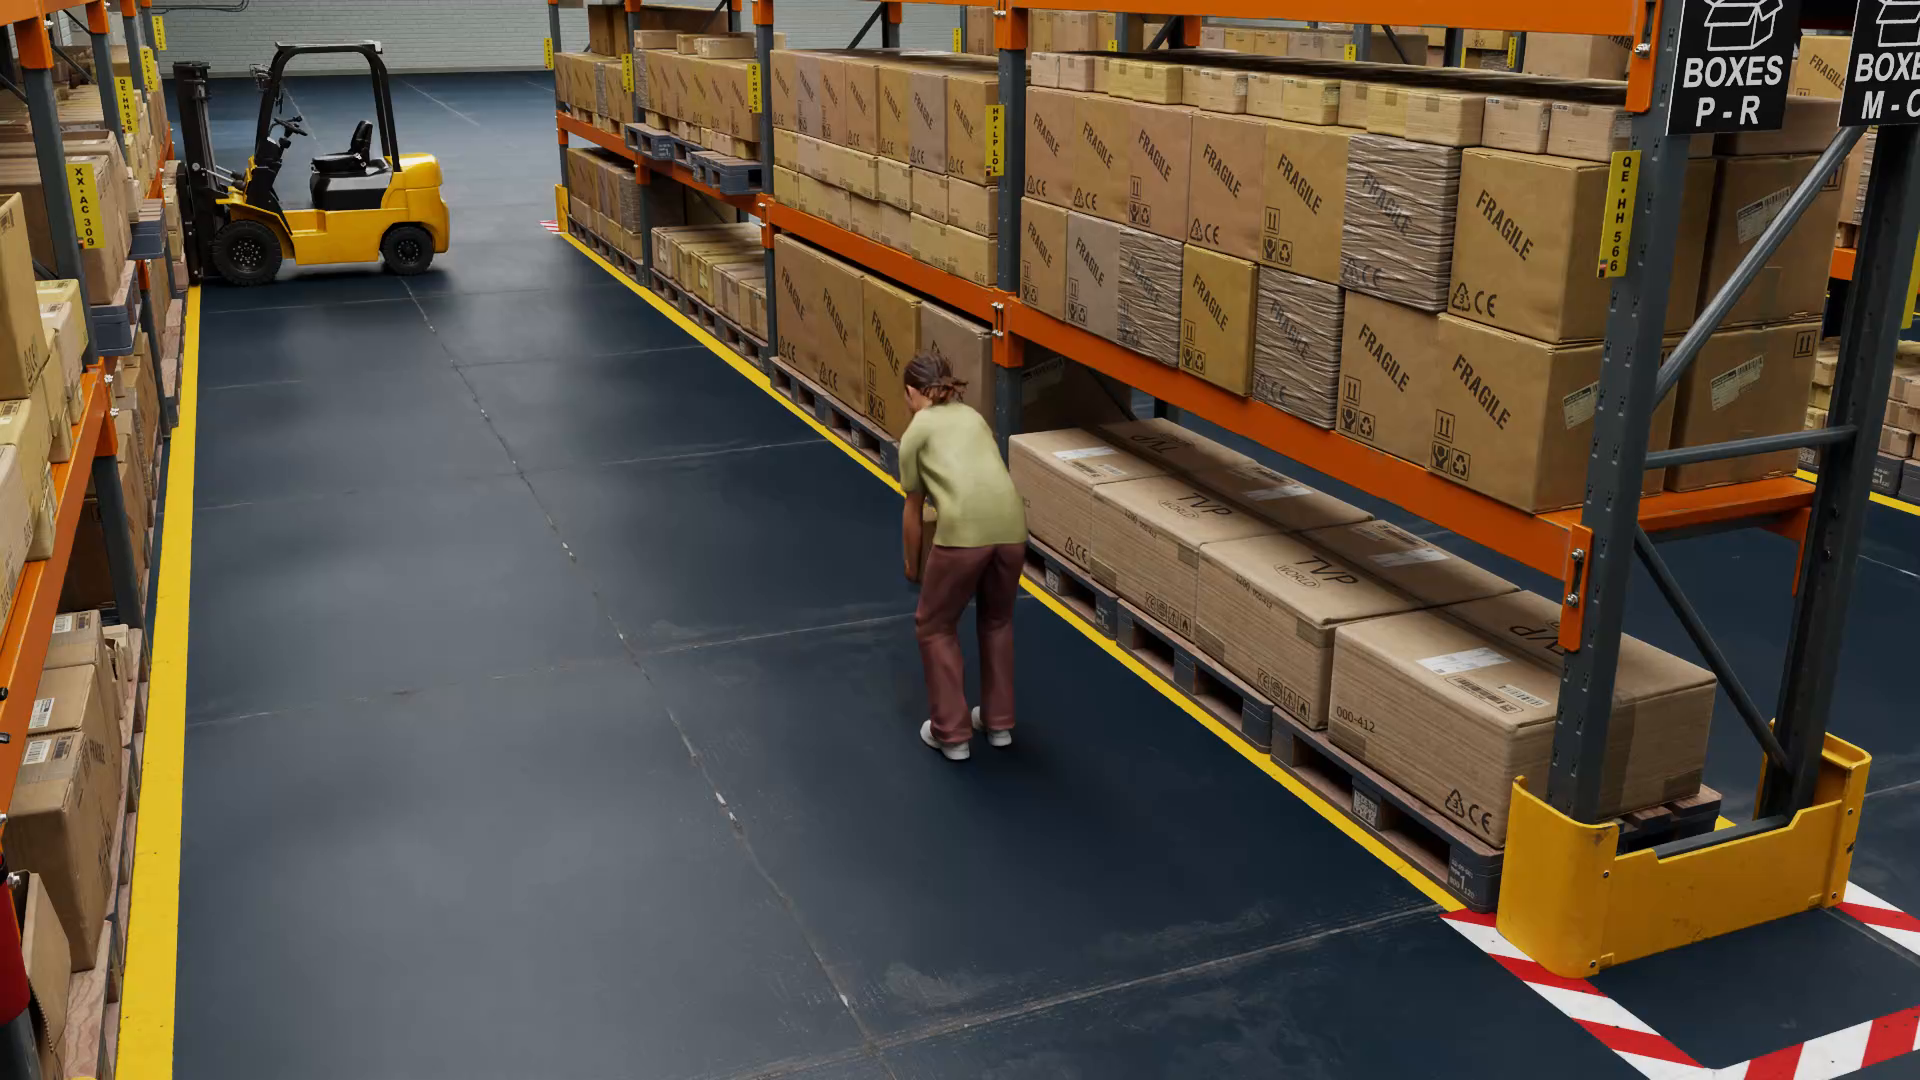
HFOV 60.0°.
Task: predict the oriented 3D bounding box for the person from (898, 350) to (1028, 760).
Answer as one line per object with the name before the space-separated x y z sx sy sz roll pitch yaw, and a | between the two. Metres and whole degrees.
person | -0.022 0.049 6.281 0.397 1.449 0.727 -8 21 -23
